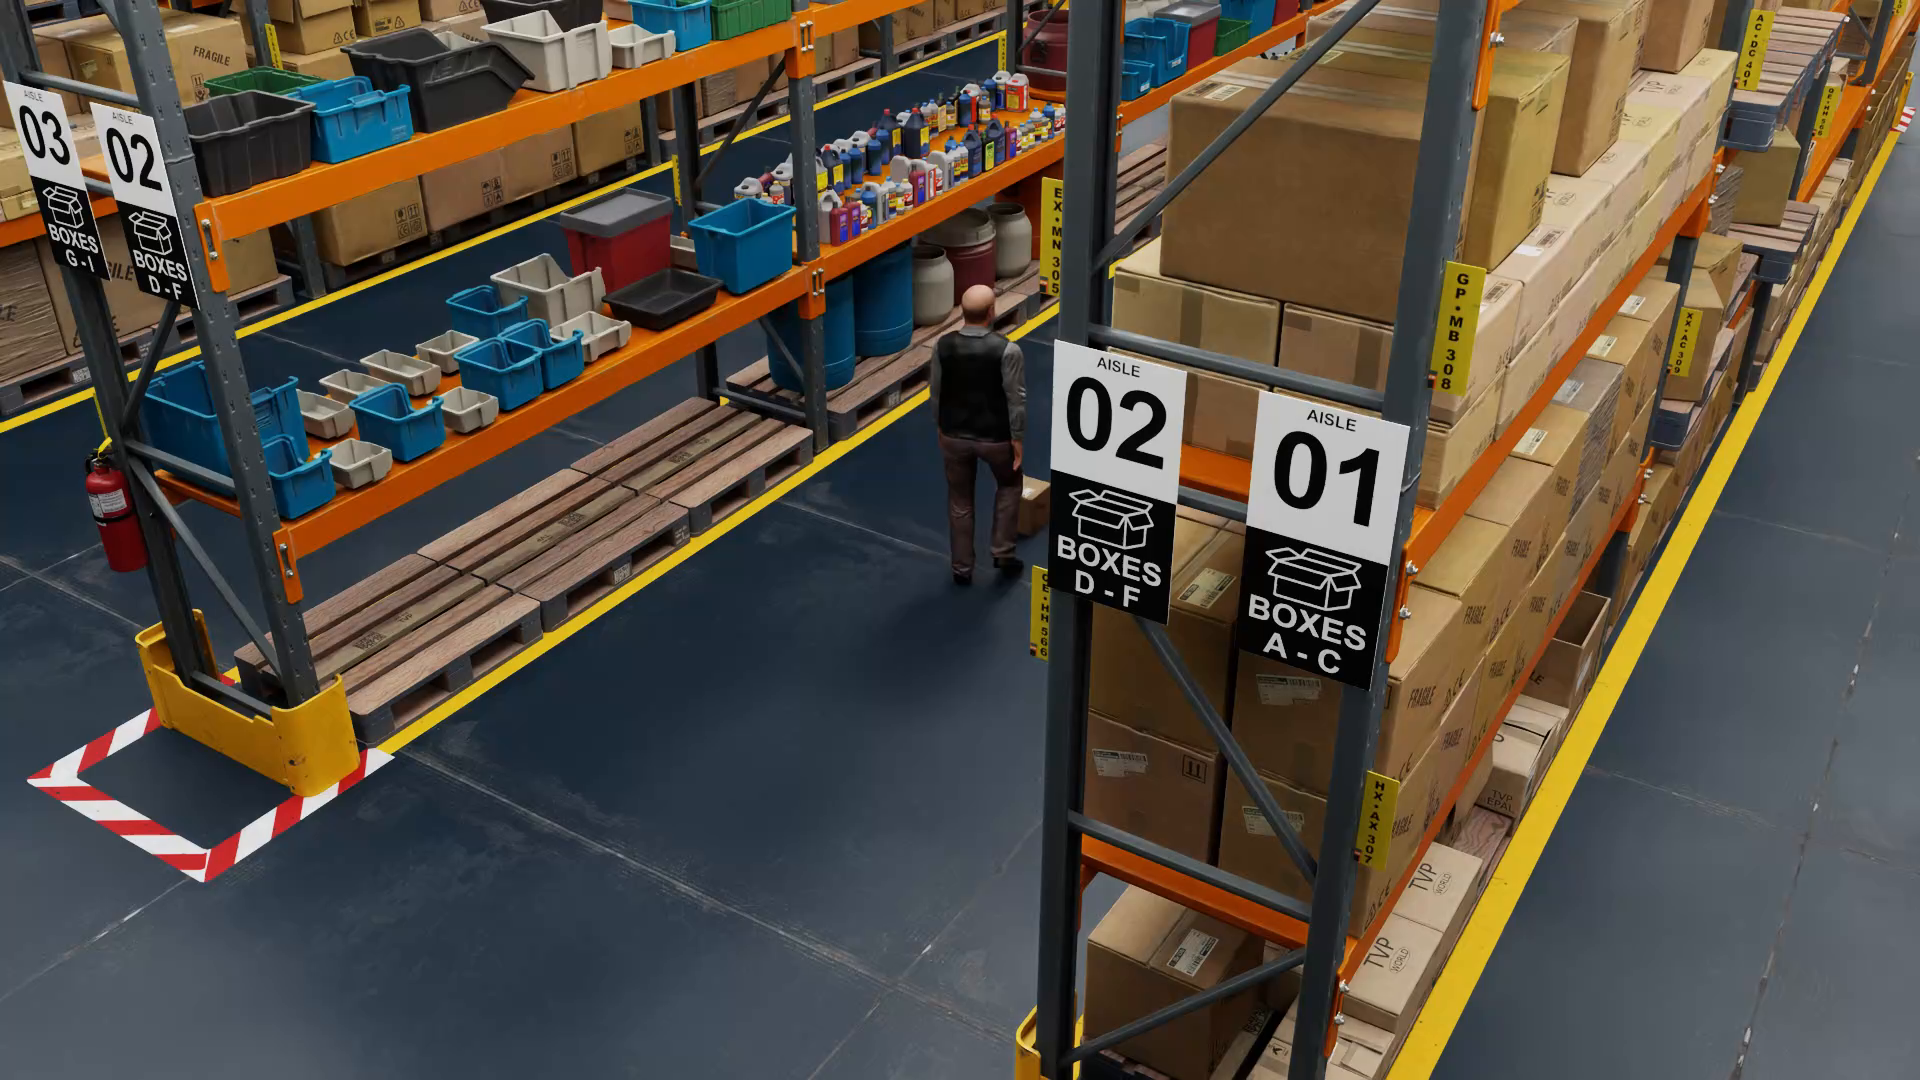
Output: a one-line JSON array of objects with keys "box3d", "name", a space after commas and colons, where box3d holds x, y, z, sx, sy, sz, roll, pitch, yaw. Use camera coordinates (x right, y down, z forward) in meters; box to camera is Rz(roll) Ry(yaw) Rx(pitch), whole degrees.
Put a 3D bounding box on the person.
[{"box3d": [0.099, -0.566, 9.170, 0.550, 1.743, 0.442, 4, 31, 7], "name": "person"}]
